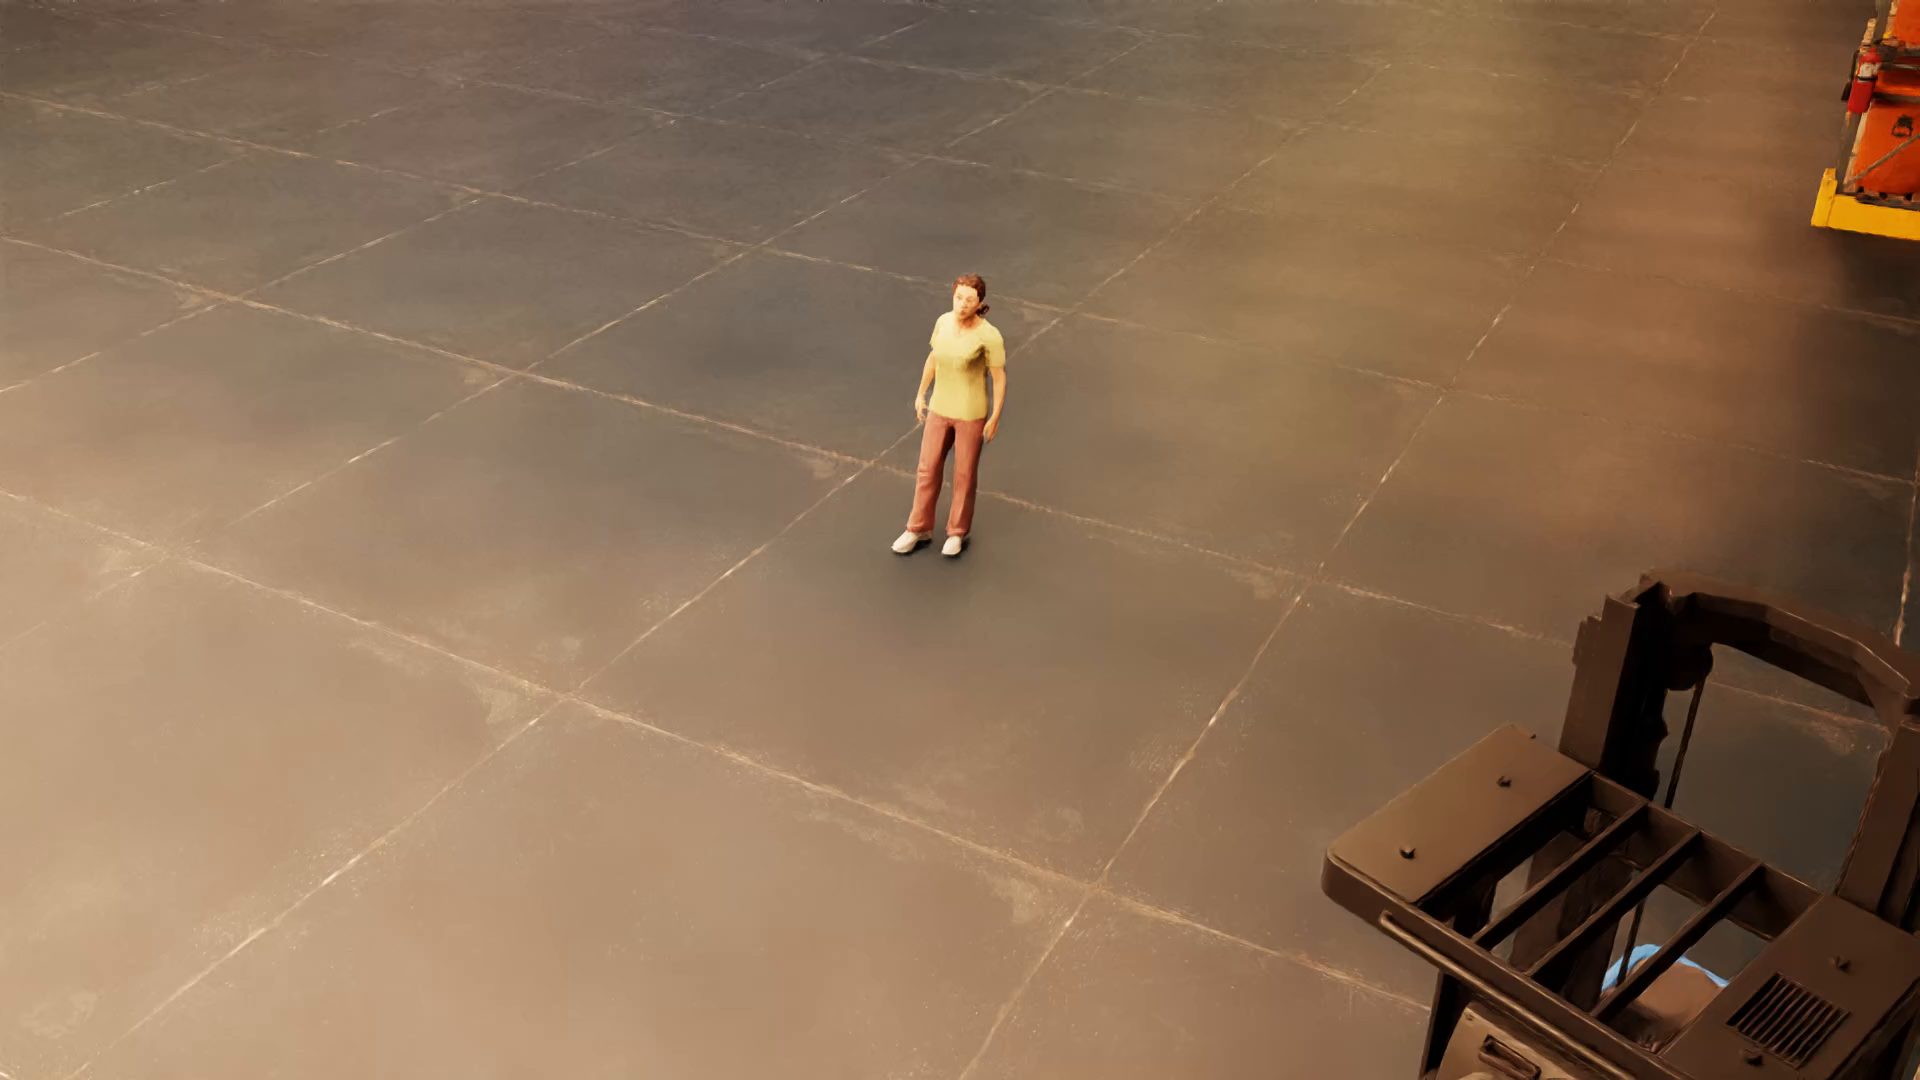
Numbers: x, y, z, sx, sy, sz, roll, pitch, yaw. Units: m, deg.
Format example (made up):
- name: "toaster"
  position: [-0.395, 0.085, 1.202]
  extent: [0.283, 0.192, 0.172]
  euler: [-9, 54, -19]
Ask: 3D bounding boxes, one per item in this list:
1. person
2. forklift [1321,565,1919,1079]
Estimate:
- name: "person"
  position: [-0.046, -0.702, 9.529]
  extent: [0.554, 1.674, 0.548]
  euler: [15, 33, 25]
- name: "forklift"
  position: [1.517, 1.651, 4.211]
  extent: [3.031, 2.935, 1.130]
  euler: [-24, 37, -35]
